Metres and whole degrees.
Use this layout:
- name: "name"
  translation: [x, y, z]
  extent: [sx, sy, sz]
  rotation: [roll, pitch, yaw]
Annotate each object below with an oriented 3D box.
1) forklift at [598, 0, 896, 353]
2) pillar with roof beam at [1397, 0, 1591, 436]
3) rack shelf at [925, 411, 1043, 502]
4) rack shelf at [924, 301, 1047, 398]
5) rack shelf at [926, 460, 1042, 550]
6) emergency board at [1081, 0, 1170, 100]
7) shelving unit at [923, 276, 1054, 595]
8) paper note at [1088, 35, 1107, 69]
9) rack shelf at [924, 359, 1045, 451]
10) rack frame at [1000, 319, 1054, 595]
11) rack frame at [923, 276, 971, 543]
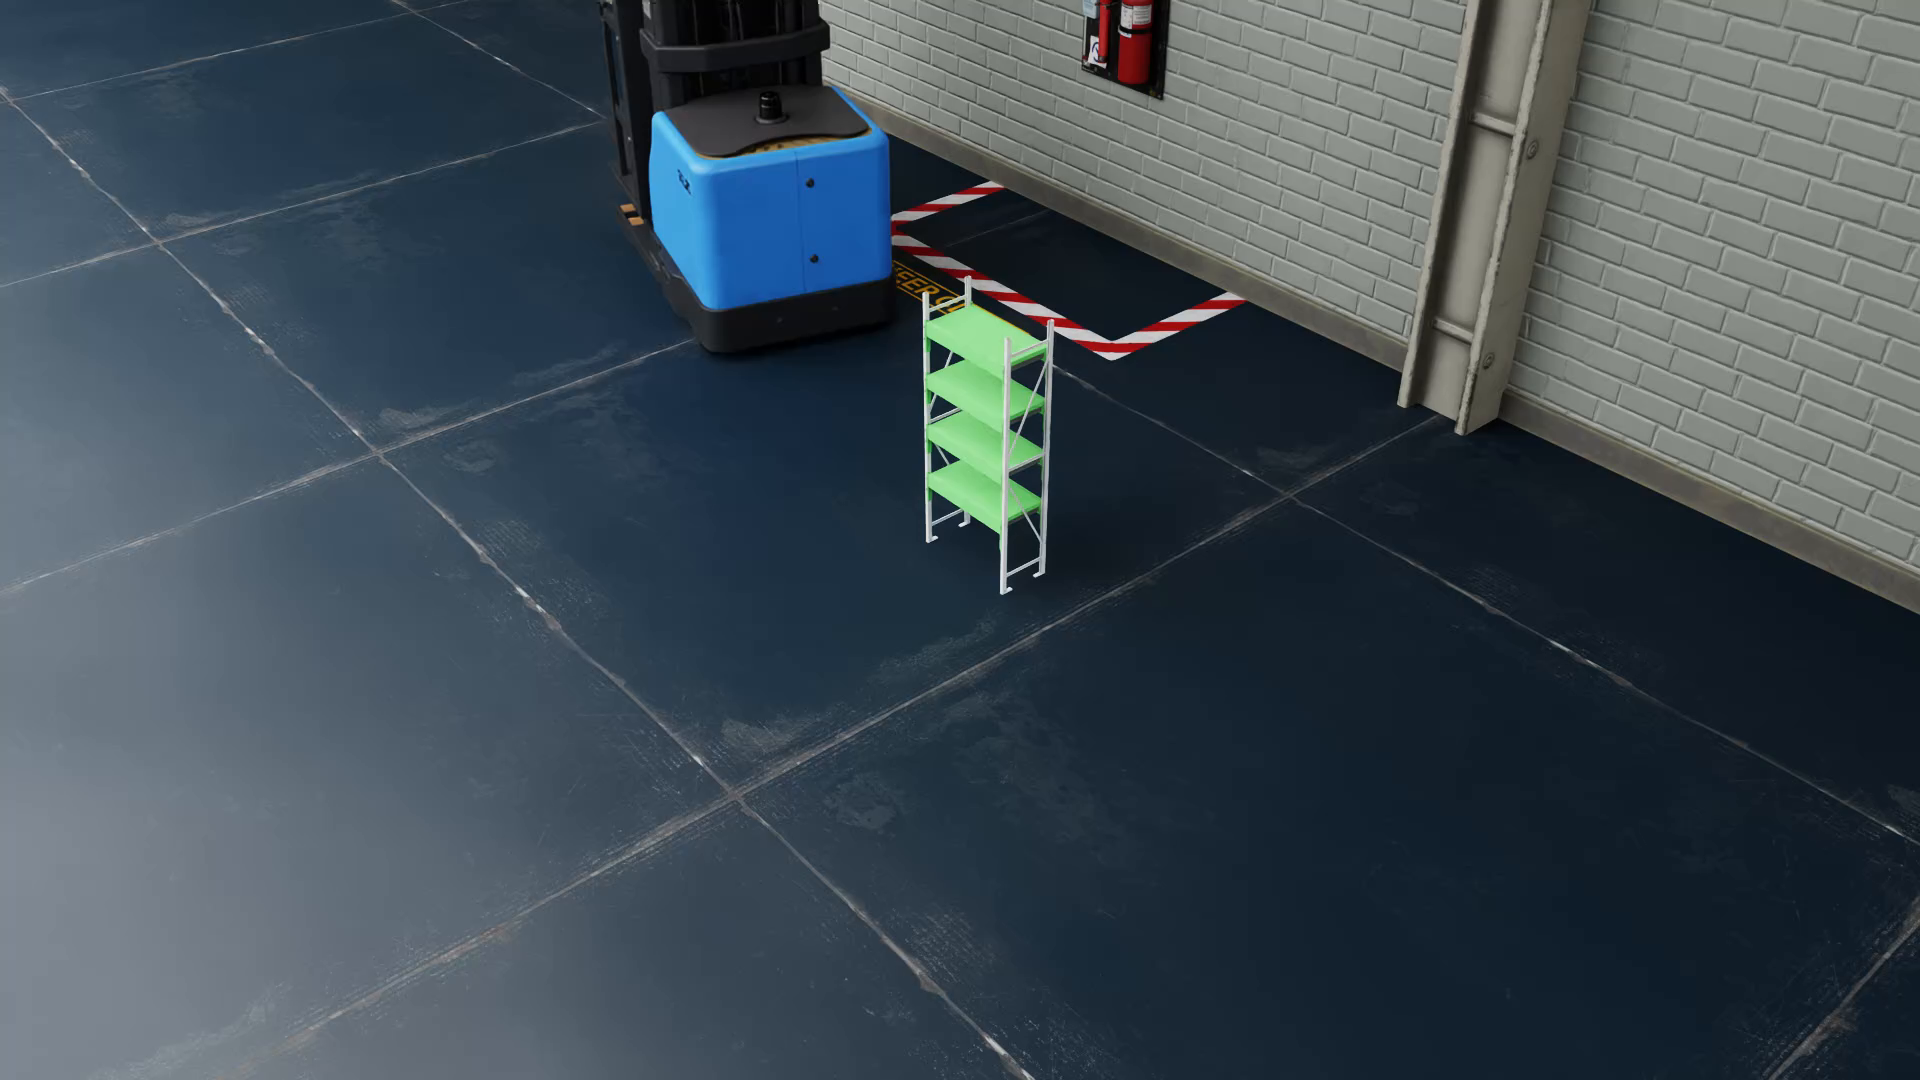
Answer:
- name: "forklift"
  translation: [-1.385, -2.994, 8.942]
  extent: [1.130, 2.935, 3.031]
  rotation: [-14, 38, -19]
- name: "pillar with roof beam"
  translation: [-0.892, -2.708, 3.287]
  extent: [9.100, 9.000, 0.400]
  rotation: [-26, 43, -32]
- name: "rack shelf"
  translation: [0.107, -0.364, 6.837]
  extent: [0.258, 0.148, 0.480]
  rotation: [-26, 43, -32]
- name: "rack shelf"
  translation: [0.107, -0.756, 6.560]
  extent: [0.258, 0.148, 0.480]
  rotation: [-26, 43, -32]
- name: "rack shelf"
  translation: [0.107, -0.169, 6.976]
  extent: [0.258, 0.148, 0.480]
  rotation: [-26, 43, -32]
- name: "emergency board"
  translation: [0.831, -2.971, 8.849]
  extent: [0.194, 1.169, 0.643]
  rotation: [-26, 43, -32]
- name: "shelving unit"
  translation: [0.107, -0.417, 6.800]
  extent: [0.258, 1.200, 0.503]
  rotation: [-26, 43, -32]
- name: "paper note"
  translation: [0.769, -2.715, 9.250]
  extent: [0.016, 0.148, 0.142]
  rotation: [-26, 43, -32]
- name: "rack shelf"
  translation: [0.107, -0.560, 6.698]
  extent: [0.258, 0.148, 0.480]
  rotation: [-26, 43, -32]
- name: "rack frame"
  translation: [0.264, -0.309, 6.648]
  extent: [0.240, 1.200, 0.015]
  rotation: [-26, 43, -32]
- name: "rack frame"
  translation: [-0.051, -0.524, 6.952]
  extent: [0.240, 1.200, 0.015]
  rotation: [-26, 43, -32]
